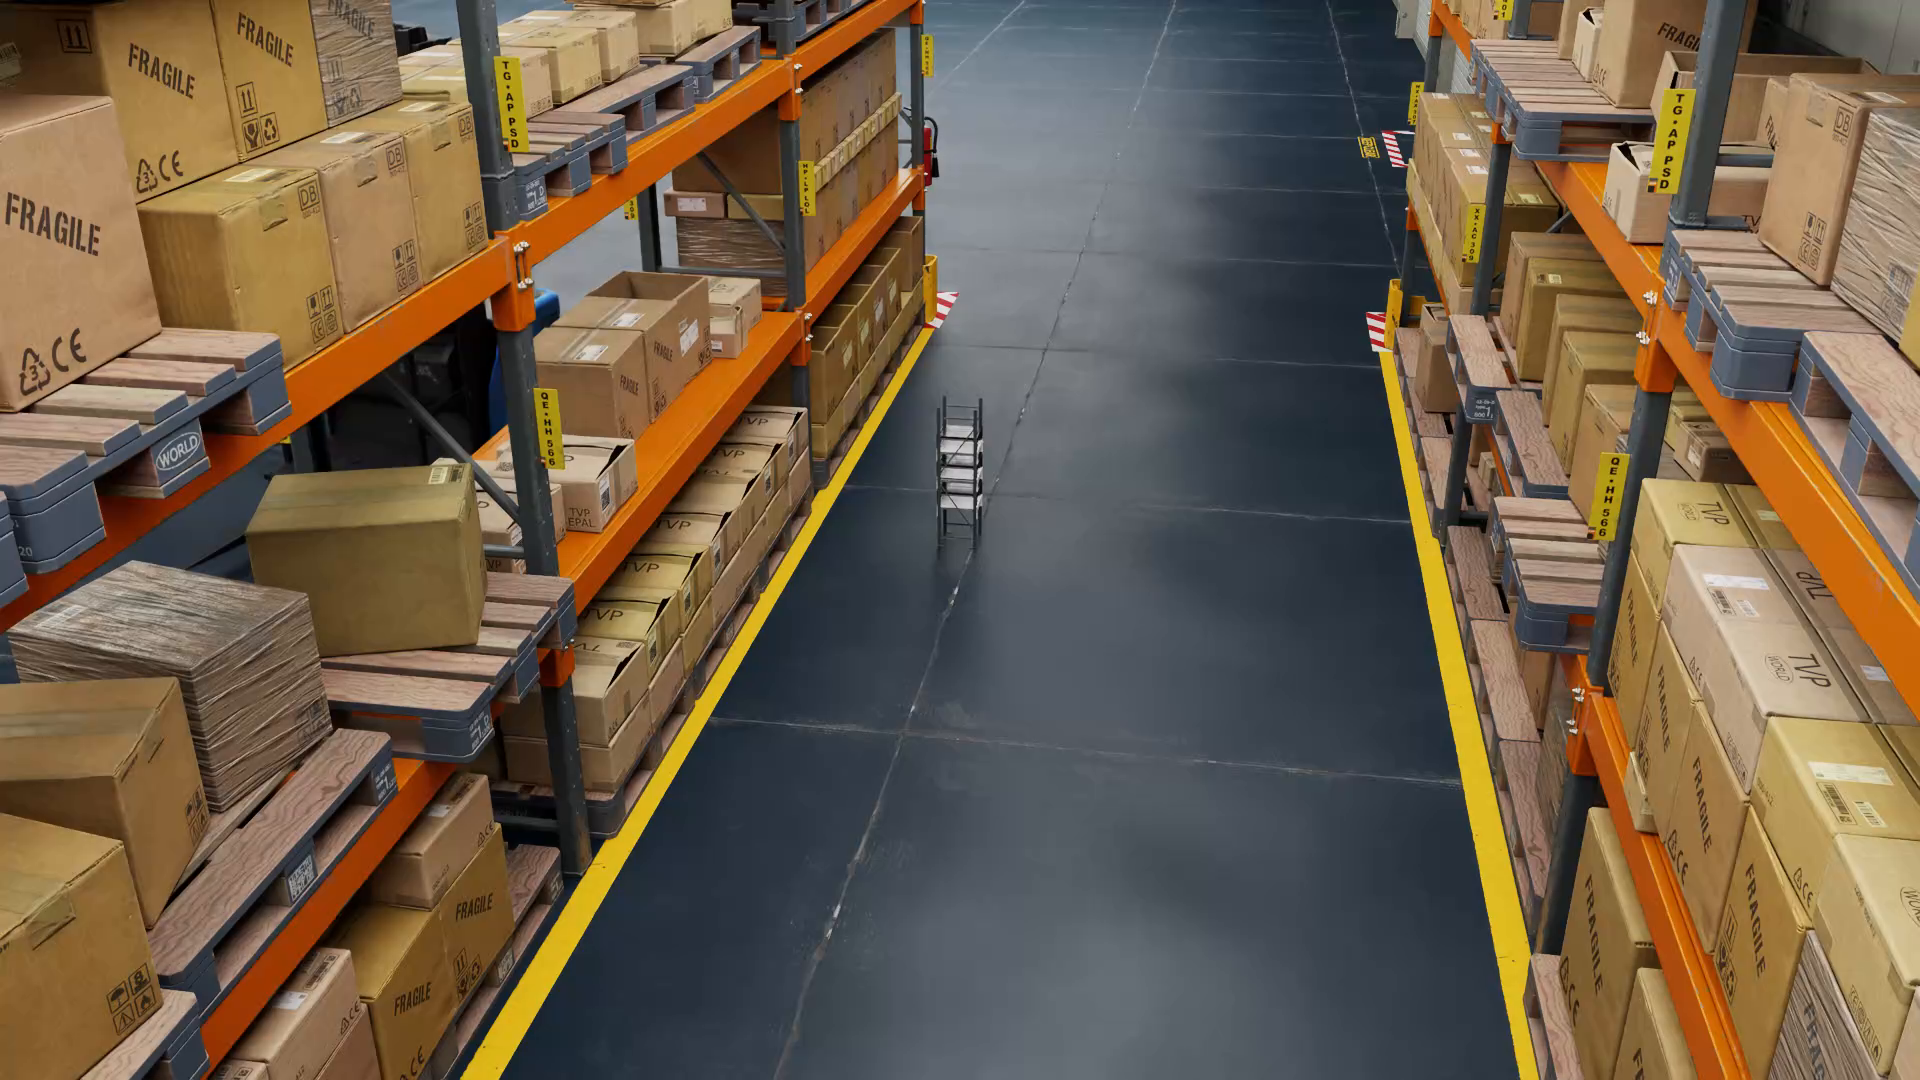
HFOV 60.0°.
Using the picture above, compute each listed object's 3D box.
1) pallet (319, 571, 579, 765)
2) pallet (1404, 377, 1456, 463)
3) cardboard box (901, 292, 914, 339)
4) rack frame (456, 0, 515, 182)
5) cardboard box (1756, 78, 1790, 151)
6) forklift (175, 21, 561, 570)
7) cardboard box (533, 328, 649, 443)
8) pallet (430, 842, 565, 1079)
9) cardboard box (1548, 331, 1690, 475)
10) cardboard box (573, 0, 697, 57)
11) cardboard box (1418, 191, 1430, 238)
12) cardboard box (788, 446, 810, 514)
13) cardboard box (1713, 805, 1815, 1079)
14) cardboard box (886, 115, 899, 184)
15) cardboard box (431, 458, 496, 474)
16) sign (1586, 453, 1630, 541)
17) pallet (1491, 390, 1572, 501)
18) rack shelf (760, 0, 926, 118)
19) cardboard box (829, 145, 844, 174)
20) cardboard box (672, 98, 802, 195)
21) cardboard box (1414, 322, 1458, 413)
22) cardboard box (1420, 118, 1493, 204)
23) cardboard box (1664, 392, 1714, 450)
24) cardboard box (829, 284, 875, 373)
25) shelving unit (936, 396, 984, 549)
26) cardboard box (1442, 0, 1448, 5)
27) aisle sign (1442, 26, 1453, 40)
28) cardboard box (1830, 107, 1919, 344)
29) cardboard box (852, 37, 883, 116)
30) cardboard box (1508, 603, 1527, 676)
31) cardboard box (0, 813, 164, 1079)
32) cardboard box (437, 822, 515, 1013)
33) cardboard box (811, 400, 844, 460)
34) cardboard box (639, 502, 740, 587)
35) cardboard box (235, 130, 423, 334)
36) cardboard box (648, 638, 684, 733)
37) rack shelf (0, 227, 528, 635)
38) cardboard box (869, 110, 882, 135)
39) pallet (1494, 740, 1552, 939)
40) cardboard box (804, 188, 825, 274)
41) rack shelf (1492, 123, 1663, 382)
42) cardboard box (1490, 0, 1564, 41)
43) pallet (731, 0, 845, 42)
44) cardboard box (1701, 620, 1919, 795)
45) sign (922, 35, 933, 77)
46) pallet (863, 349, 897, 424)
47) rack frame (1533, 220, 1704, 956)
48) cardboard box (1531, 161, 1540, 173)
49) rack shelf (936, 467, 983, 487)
[{"bbox_3d":[-2.147,0.408,6.066,1.213,0.211,1.003,4,25,9],"label":"pallet"},{"bbox_3d":[3.708,-0.830,11.775,1.003,0.211,1.213,4,25,9],"label":"pallet"},{"bbox_3d":[-0.664,-1.803,13.312,0.500,0.250,0.500,4,25,9],"label":"cardboard box"},{"bbox_3d":[-2.105,-2.684,5.369,1.000,3.000,0.127,4,25,9],"label":"rack frame"},{"bbox_3d":[3.127,-1.323,5.859,0.500,0.500,0.500,4,25,9],"label":"cardboard box"},{"bbox_3d":[-3.659,-1.537,10.076,1.130,2.935,3.031,8,26,16],"label":"forklift"},{"bbox_3d":[-1.847,-0.715,8.122,0.500,0.500,0.500,3,25,6],"label":"cardboard box"},{"bbox_3d":[-2.265,1.606,6.571,1.003,0.211,1.213,4,25,9],"label":"pallet"},{"bbox_3d":[3.031,-0.590,7.335,0.700,0.500,0.500,4,25,9],"label":"cardboard box"},{"bbox_3d":[-1.649,-2.634,8.482,0.500,0.250,0.500,2,25,3],"label":"cardboard box"},{"bbox_3d":[3.537,-2.299,11.778,0.500,0.250,0.500,4,25,8],"label":"cardboard box"},{"bbox_3d":[-1.233,-0.391,10.296,0.500,0.250,0.500,4,25,8],"label":"cardboard box"},{"bbox_3d":[2.196,1.015,4.050,0.500,0.500,0.500,5,25,10],"label":"cardboard box"},{"bbox_3d":[-0.887,-3.164,13.353,0.700,0.500,0.500,4,25,9],"label":"cardboard box"},{"bbox_3d":[-2.231,-0.248,7.539,0.380,0.149,0.250,4,25,9],"label":"cardboard box"},{"bbox_3d":[2.246,-0.147,5.754,0.100,0.325,0.005,4,25,9],"label":"sign"},{"bbox_3d":[3.066,-0.369,7.727,1.003,0.211,1.213,4,25,9],"label":"pallet"},{"bbox_3d":[-1.125,-3.509,11.519,1.077,0.370,4.000,4,25,9],"label":"rack shelf"},{"bbox_3d":[-1.010,-2.617,11.420,0.380,0.149,0.250,3,25,7],"label":"cardboard box"},{"bbox_3d":[-1.385,-2.459,10.316,0.700,0.500,0.500,4,25,9],"label":"cardboard box"},{"bbox_3d":[3.626,-1.213,11.734,0.700,0.500,0.500,2,25,5],"label":"cardboard box"},{"bbox_3d":[3.534,-2.651,11.645,0.500,0.500,0.500,3,25,7],"label":"cardboard box"},{"bbox_3d":[2.847,-0.446,6.262,0.380,0.149,0.250,0,25,0],"label":"cardboard box"},{"bbox_3d":[-0.904,-1.515,11.812,0.500,0.500,0.500,4,25,9],"label":"cardboard box"},{"bbox_3d":[-0.001,-0.404,10.052,0.258,0.900,0.210,4,25,9],"label":"shelving unit"},{"bbox_3d":[3.666,-4.039,11.662,0.500,0.500,0.500,6,26,12],"label":"cardboard box"},{"bbox_3d":[3.806,-4.199,12.617,0.394,0.787,0.004,4,25,9],"label":"aisle sign"},{"bbox_3d":[2.725,-0.796,4.238,0.700,0.500,0.500,3,25,6],"label":"cardboard box"},{"bbox_3d":[-0.976,-3.509,12.560,0.700,0.500,0.500,3,25,7],"label":"cardboard box"},{"bbox_3d":[3.174,0.374,8.343,0.700,0.500,0.500,4,25,9],"label":"cardboard box"},{"bbox_3d":[-2.411,0.996,3.971,0.700,0.500,0.500,8,26,17],"label":"cardboard box"},{"bbox_3d":[-2.026,1.373,6.207,0.500,0.500,0.500,5,26,11],"label":"cardboard box"},{"bbox_3d":[-1.077,-0.758,11.079,0.500,0.250,0.500,4,25,9],"label":"cardboard box"},{"bbox_3d":[-1.483,-0.013,8.826,0.500,0.311,0.500,4,25,8],"label":"cardboard box"},{"bbox_3d":[-2.227,-0.973,5.134,0.910,0.500,0.500,4,25,9],"label":"cardboard box"},{"bbox_3d":[-1.649,0.679,8.009,0.500,0.250,0.500,3,25,7],"label":"cardboard box"},{"bbox_3d":[-2.432,-0.163,4.371,1.077,0.370,4.000,4,25,9],"label":"rack shelf"},{"bbox_3d":[-0.799,-3.157,12.574,0.380,0.149,0.250,4,25,9],"label":"cardboard box"},{"bbox_3d":[2.912,1.311,7.200,1.003,0.211,1.213,4,25,9],"label":"pallet"},{"bbox_3d":[-1.305,-2.092,11.064,0.700,0.500,0.500,4,25,8],"label":"cardboard box"},{"bbox_3d":[3.109,-1.495,7.215,1.077,0.370,4.000,4,25,9],"label":"rack shelf"},{"bbox_3d":[3.275,-2.941,9.314,0.500,0.500,0.500,5,25,10],"label":"cardboard box"},{"bbox_3d":[-1.338,-3.317,10.364,1.003,0.211,1.213,4,25,9],"label":"pallet"},{"bbox_3d":[2.289,0.452,4.369,0.500,0.250,0.500,4,25,9],"label":"cardboard box"},{"bbox_3d":[-0.265,-3.901,13.401,0.100,0.325,0.005,4,25,9],"label":"sign"},{"bbox_3d":[-1.083,-1.218,12.604,1.003,0.211,1.213,4,25,9],"label":"pallet"},{"bbox_3d":[2.782,0.375,5.911,1.000,3.000,0.127,4,25,9],"label":"rack frame"},{"bbox_3d":[3.894,-2.185,10.649,0.500,0.500,0.500,5,25,10],"label":"cardboard box"},{"bbox_3d":[-0.001,-0.374,10.066,0.258,0.077,0.200,4,25,9],"label":"rack shelf"}]
